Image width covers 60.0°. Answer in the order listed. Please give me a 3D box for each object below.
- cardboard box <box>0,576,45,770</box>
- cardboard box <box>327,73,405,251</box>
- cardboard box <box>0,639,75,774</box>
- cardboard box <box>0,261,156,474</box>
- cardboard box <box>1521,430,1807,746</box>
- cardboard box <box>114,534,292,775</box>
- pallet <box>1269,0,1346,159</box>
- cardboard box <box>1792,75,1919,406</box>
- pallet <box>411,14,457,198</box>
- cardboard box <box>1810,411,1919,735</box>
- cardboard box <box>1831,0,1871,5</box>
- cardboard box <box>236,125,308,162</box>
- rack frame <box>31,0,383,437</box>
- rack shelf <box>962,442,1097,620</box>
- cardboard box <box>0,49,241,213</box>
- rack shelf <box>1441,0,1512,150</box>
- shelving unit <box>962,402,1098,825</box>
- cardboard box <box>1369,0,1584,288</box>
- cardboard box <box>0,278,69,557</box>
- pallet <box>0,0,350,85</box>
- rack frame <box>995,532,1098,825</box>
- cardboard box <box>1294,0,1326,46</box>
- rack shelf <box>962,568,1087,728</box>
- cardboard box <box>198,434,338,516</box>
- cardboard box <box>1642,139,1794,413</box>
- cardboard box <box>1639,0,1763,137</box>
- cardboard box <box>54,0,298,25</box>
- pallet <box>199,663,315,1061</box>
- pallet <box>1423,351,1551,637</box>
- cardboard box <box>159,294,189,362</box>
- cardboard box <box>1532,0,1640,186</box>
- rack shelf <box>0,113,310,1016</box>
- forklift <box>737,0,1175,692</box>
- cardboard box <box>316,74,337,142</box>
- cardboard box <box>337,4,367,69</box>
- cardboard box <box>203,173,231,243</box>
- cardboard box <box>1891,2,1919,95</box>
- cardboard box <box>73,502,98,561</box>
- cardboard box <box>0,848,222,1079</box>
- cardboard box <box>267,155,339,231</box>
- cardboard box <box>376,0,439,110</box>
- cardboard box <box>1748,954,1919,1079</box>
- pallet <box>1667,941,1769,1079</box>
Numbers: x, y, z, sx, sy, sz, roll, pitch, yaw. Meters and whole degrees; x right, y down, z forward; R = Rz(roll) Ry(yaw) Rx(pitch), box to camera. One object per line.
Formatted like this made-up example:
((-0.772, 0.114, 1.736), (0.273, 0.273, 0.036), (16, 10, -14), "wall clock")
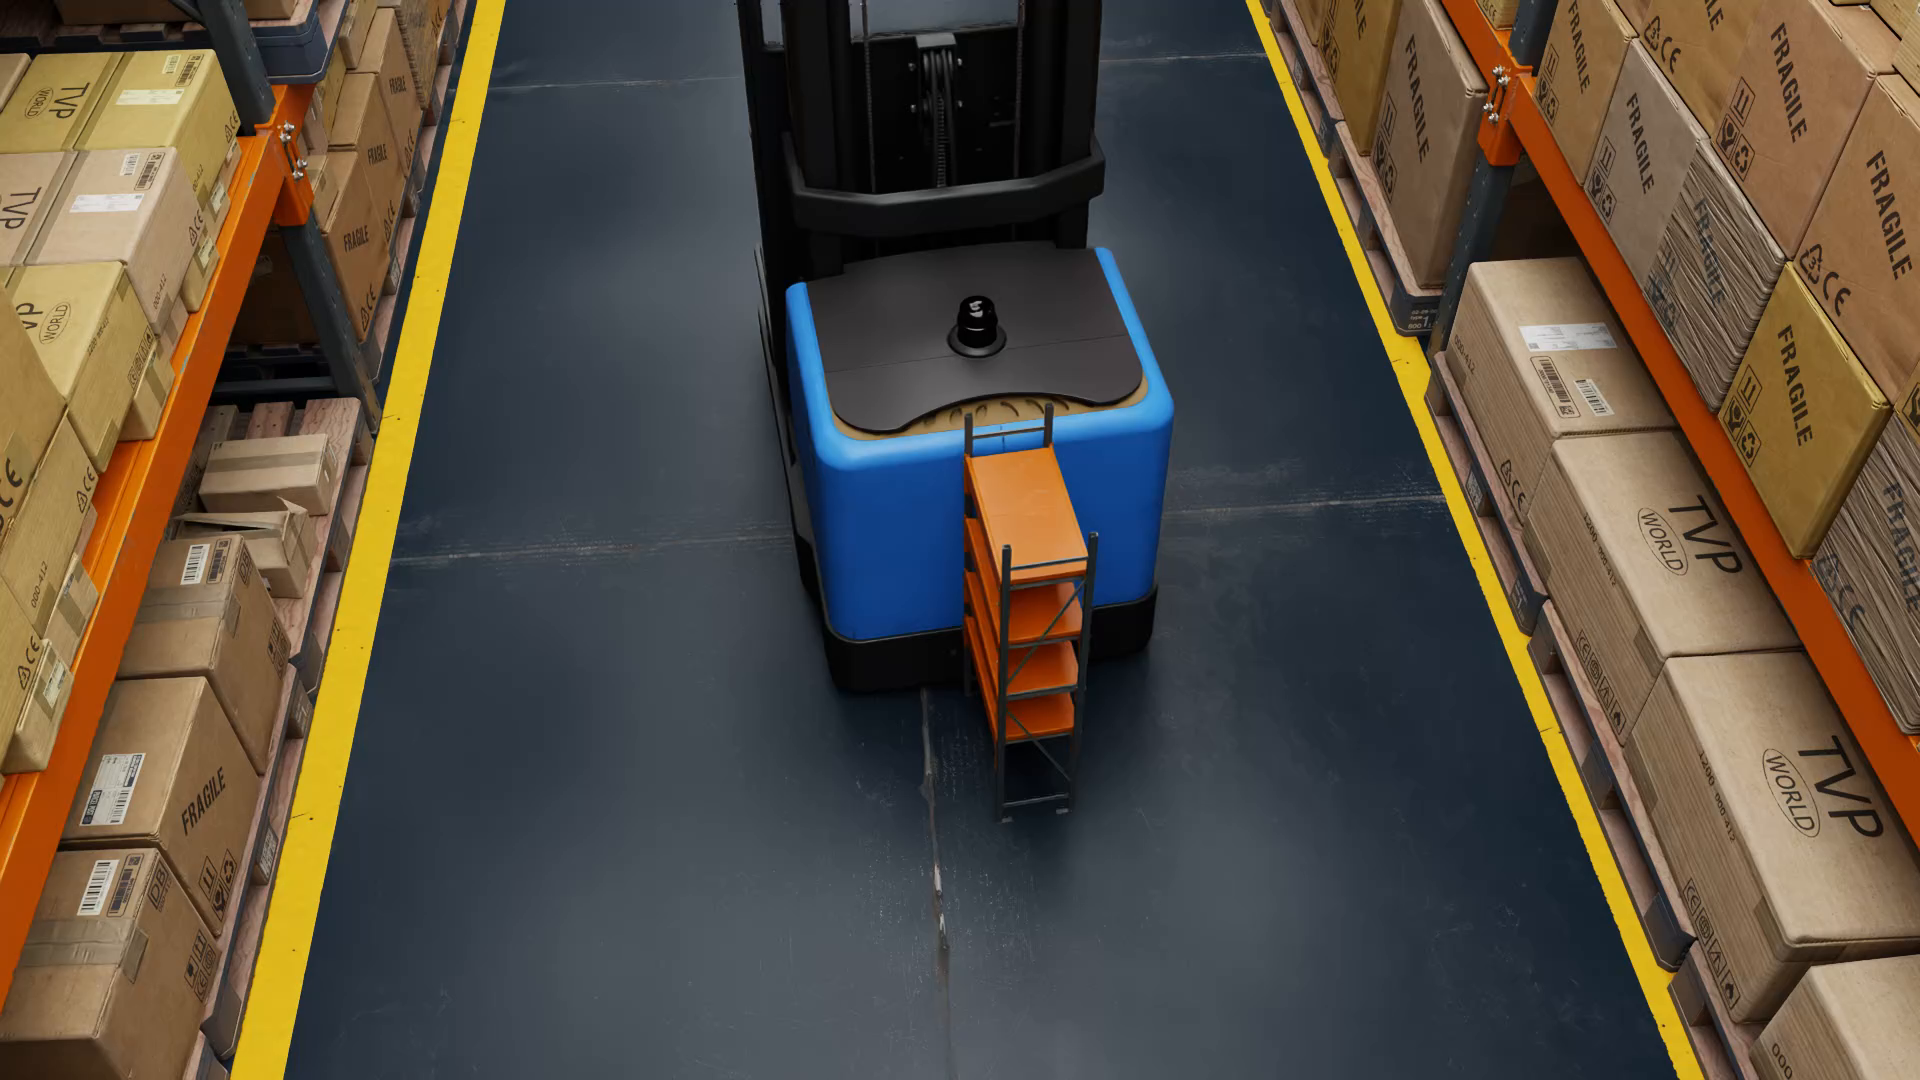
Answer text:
((-2.167, 0.339, 3.261), (0.500, 0.250, 0.500), (-4, 47, -4), "cardboard box")
((-2.515, -1.461, 6.500), (0.500, 0.500, 0.500), (-4, 47, -4), "cardboard box")
((-2.122, 0.363, 3.513), (0.380, 0.149, 0.250), (-5, 47, -4), "cardboard box")
((-2.273, -0.402, 3.963), (0.500, 0.250, 0.500), (-4, 47, -4), "cardboard box")
((2.323, 0.113, 5.053), (0.875, 0.438, 0.875), (-5, 47, -4), "cardboard box")
((-2.386, 0.361, 4.775), (0.700, 0.500, 0.500), (-5, 47, -5), "cardboard box")
((2.057, -2.212, 7.699), (1.003, 0.211, 1.213), (-3, 47, -3), "pallet")
((2.207, -0.649, 3.541), (0.500, 0.500, 0.500), (-4, 47, -4), "cardboard box")
((-2.855, -1.940, 7.442), (1.003, 0.211, 1.213), (-3, 47, -3), "pallet")
((2.252, 0.059, 3.559), (0.500, 0.500, 0.500), (-2, 47, -2), "cardboard box")
((2.123, -1.345, 3.754), (0.380, 0.149, 0.250), (-5, 47, -4), "cardboard box")
((-2.470, -1.310, 5.706), (0.380, 0.149, 0.250), (-4, 47, -4), "cardboard box")
((-2.644, -1.428, 5.036), (1.000, 3.000, 0.127), (-3, 47, -3), "rack frame")
((0.177, -0.031, 4.411), (0.258, 0.148, 0.480), (-8, 47, -7), "rack shelf")
((-2.359, -1.125, 4.648), (0.500, 0.250, 0.500), (-2, 47, -2), "cardboard box")
((2.134, -2.932, 6.956), (1.077, 0.370, 4.000), (-3, 47, -3), "rack shelf")
((0.177, 0.240, 4.697), (0.258, 1.200, 0.503), (-8, 47, -7), "shelving unit")
((2.170, -1.590, 6.364), (0.875, 0.875, 0.875), (-2, 47, -2), "cardboard box")
((-2.205, -0.272, 3.324), (0.500, 0.500, 0.500), (-2, 47, -2), "cardboard box")
((-2.603, -1.947, 5.660), (1.003, 0.211, 1.213), (-3, 47, -3), "pallet")
((0.223, 0.414, 4.532), (0.240, 1.200, 0.015), (-8, 47, -7), "rack frame")
((2.012, -2.890, 7.595), (0.875, 0.875, 0.875), (-3, 47, -3), "cardboard box")
((0.177, 0.286, 4.745), (0.258, 0.148, 0.480), (-8, 47, -7), "rack shelf")
((-2.305, -0.207, 5.554), (0.380, 0.149, 0.250), (-5, 47, -4), "cardboard box")
((2.153, -0.687, 4.266), (0.500, 0.500, 0.500), (-3, 47, -3), "cardboard box")
((2.136, -1.386, 4.239), (0.500, 0.500, 0.500), (-4, 47, -4), "cardboard box")
((-2.462, -1.970, 5.192), (0.700, 0.500, 0.500), (-2, 47, -2), "cardboard box")
((-2.483, 0.913, 4.740), (1.003, 0.211, 1.213), (-3, 47, -3), "pallet")
((2.287, -0.219, 5.812), (1.003, 0.211, 1.213), (-3, 47, -3), "pallet")
((-2.282, -0.561, 4.389), (0.380, 0.149, 0.250), (-2, 47, -2), "cardboard box")
((2.080, -1.411, 4.952), (0.500, 0.500, 0.500), (-2, 47, -2), "cardboard box")
((-2.477, 0.266, 3.927), (1.077, 0.370, 4.000), (-3, 47, -3), "rack shelf")
((-0.161, -1.620, 5.265), (1.130, 2.935, 3.031), (-8, 47, -7), "forklift")
((-2.542, -1.592, 6.178), (0.380, 0.149, 0.250), (-6, 47, -5), "cardboard box")
((-2.563, -1.973, 6.538), (0.380, 0.149, 0.250), (-4, 47, -3), "cardboard box")
((-2.323, -0.939, 4.747), (0.380, 0.149, 0.250), (-2, 47, -2), "cardboard box")
((2.178, -0.986, 3.414), (0.380, 0.149, 0.250), (-3, 47, -3), "cardboard box")
((-2.255, -0.009, 3.865), (0.380, 0.149, 0.250), (-4, 47, -3), "cardboard box")
((-2.299, 1.112, 4.063), (0.700, 0.500, 0.500), (-2, 47, -2), "cardboard box")
((-2.409, -1.212, 5.817), (0.380, 0.149, 0.250), (-1, 47, -1), "cardboard box")
((-2.590, -2.198, 7.198), (0.500, 0.500, 0.500), (-5, 47, -5), "cardboard box")
((2.481, 1.427, 3.808), (0.875, 0.438, 0.875), (-5, 47, -5), "cardboard box")
((2.491, 1.547, 4.140), (1.003, 0.211, 1.213), (-3, 47, -3), "pallet")
